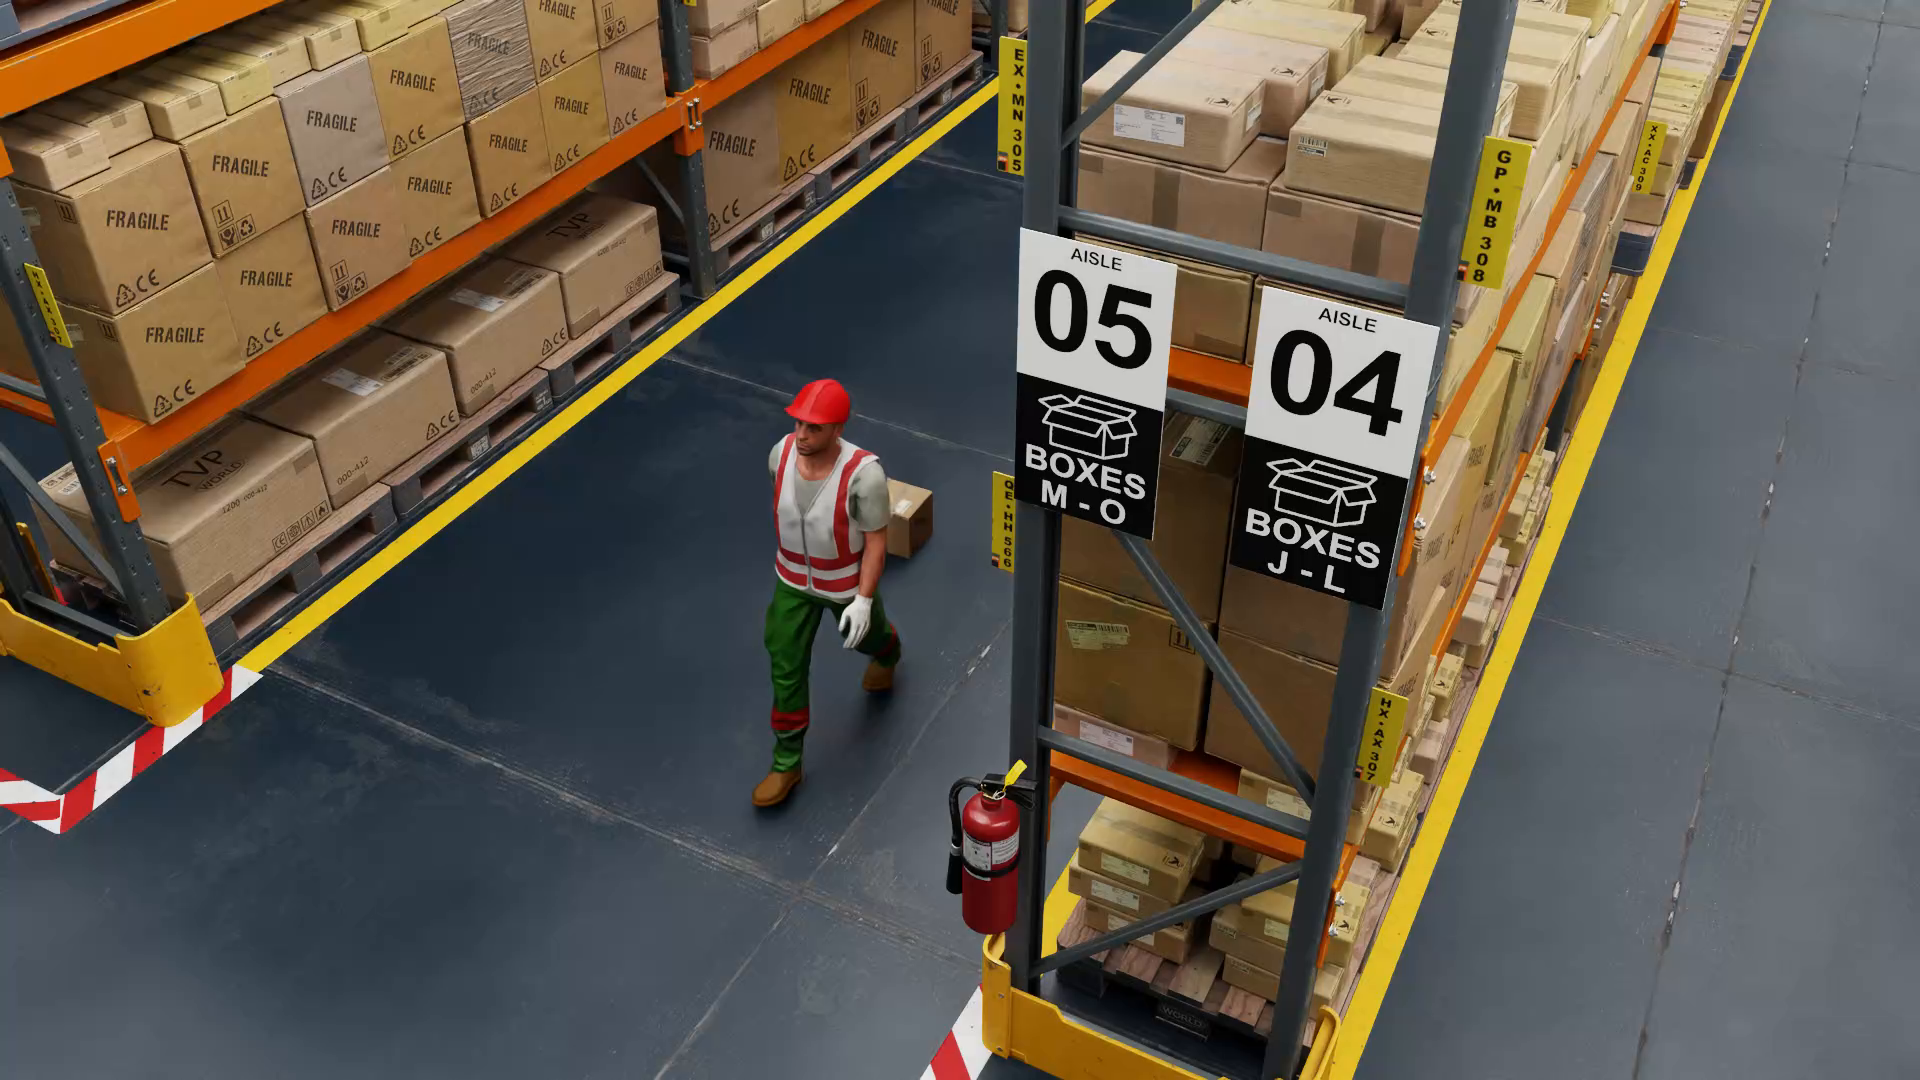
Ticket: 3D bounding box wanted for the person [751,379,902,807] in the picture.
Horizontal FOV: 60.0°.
[{"bbox_3d":[-0.526,0.155,6.535,0.529,1.747,1.056,12,39,15],"label":"person"}]
